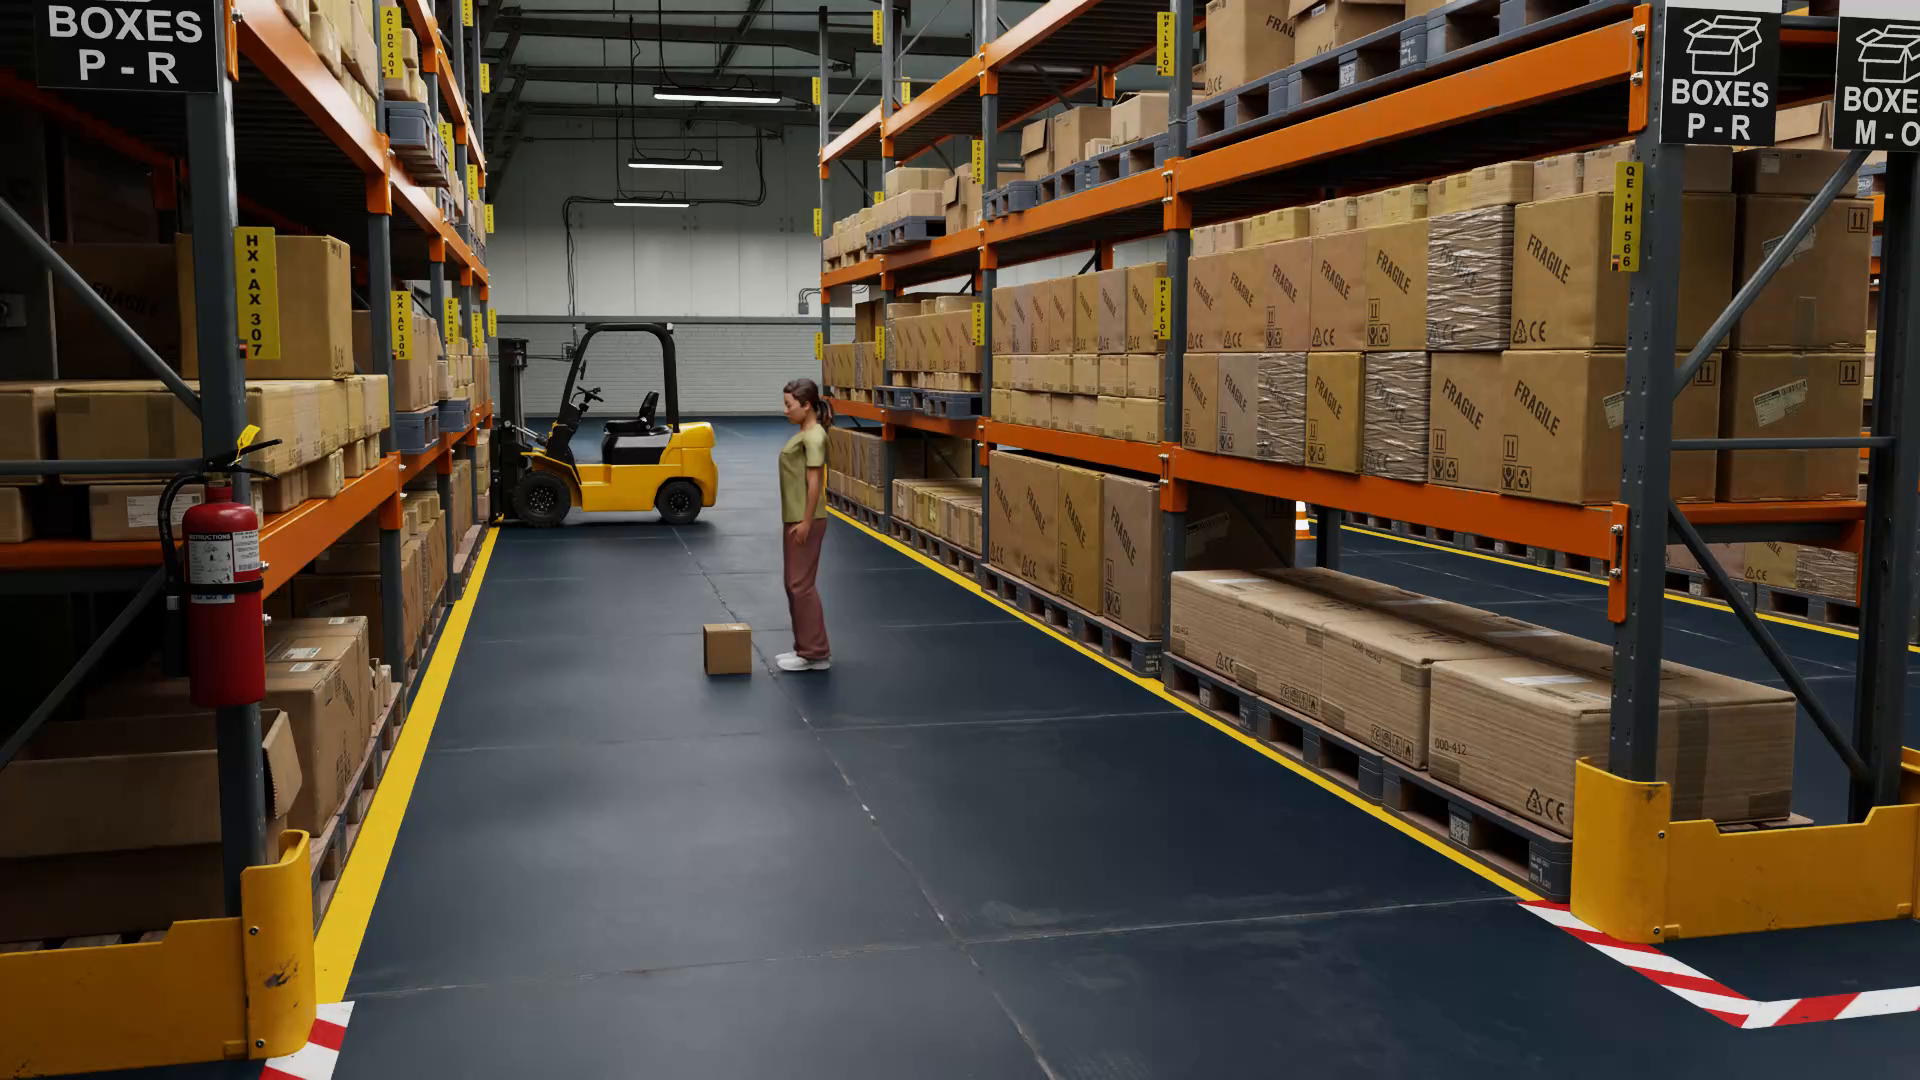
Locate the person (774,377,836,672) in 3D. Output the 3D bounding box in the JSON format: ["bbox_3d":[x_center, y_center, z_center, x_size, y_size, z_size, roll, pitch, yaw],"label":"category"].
[{"bbox_3d":[-0.883,-0.091,9.524,0.369,1.673,0.445,-1,6,-13],"label":"person"}]
